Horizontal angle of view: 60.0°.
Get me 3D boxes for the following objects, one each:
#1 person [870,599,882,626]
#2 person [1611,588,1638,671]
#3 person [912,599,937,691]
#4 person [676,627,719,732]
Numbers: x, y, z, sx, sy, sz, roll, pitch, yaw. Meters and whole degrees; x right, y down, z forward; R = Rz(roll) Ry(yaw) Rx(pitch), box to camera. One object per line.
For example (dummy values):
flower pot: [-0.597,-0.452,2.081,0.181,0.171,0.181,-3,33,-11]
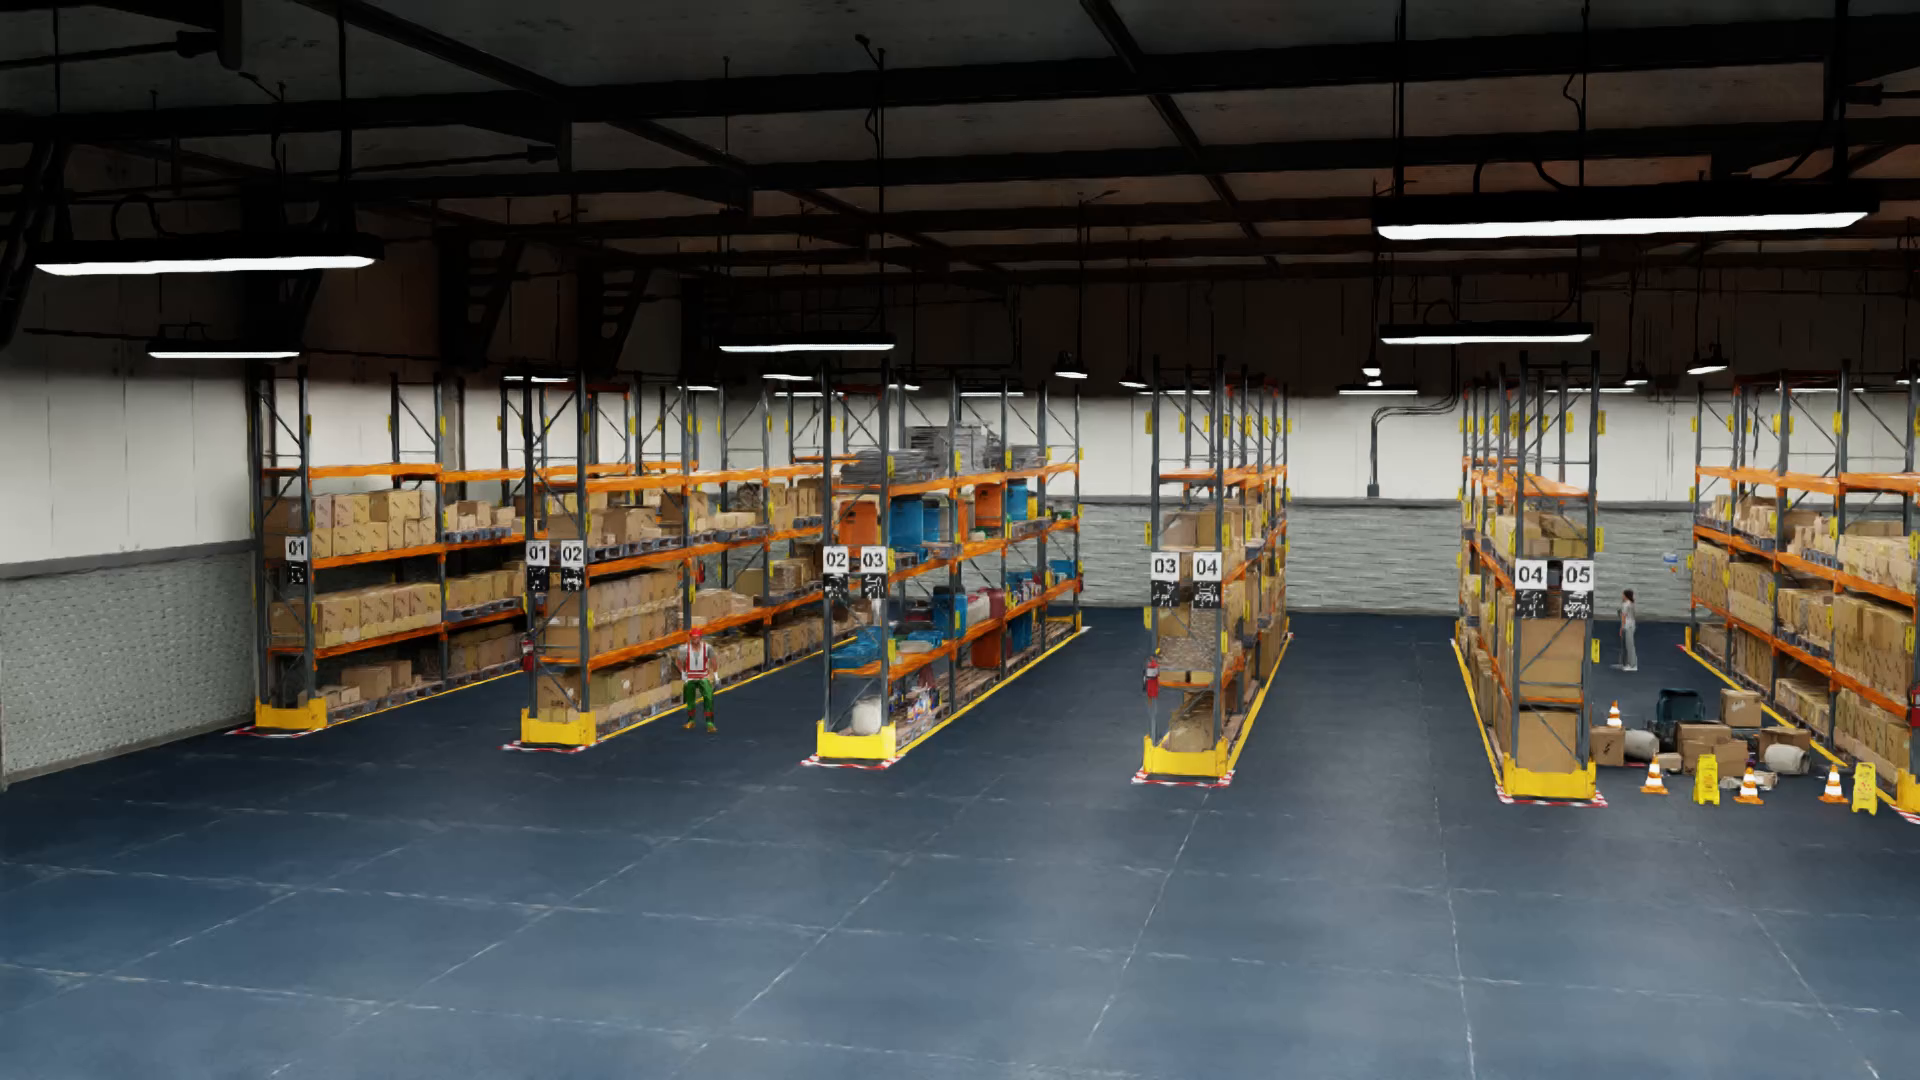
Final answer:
person: [-1.871,1.554,37.717,0.337,1.683,0.548,0,4,0]
person: [13.650,1.799,33.916,0.446,1.636,0.535,3,5,36]
person: [-0.650,1.910,29.891,0.483,1.650,0.525,0,4,7]
person: [-4.281,2.260,27.151,0.683,1.718,0.811,0,4,-4]
